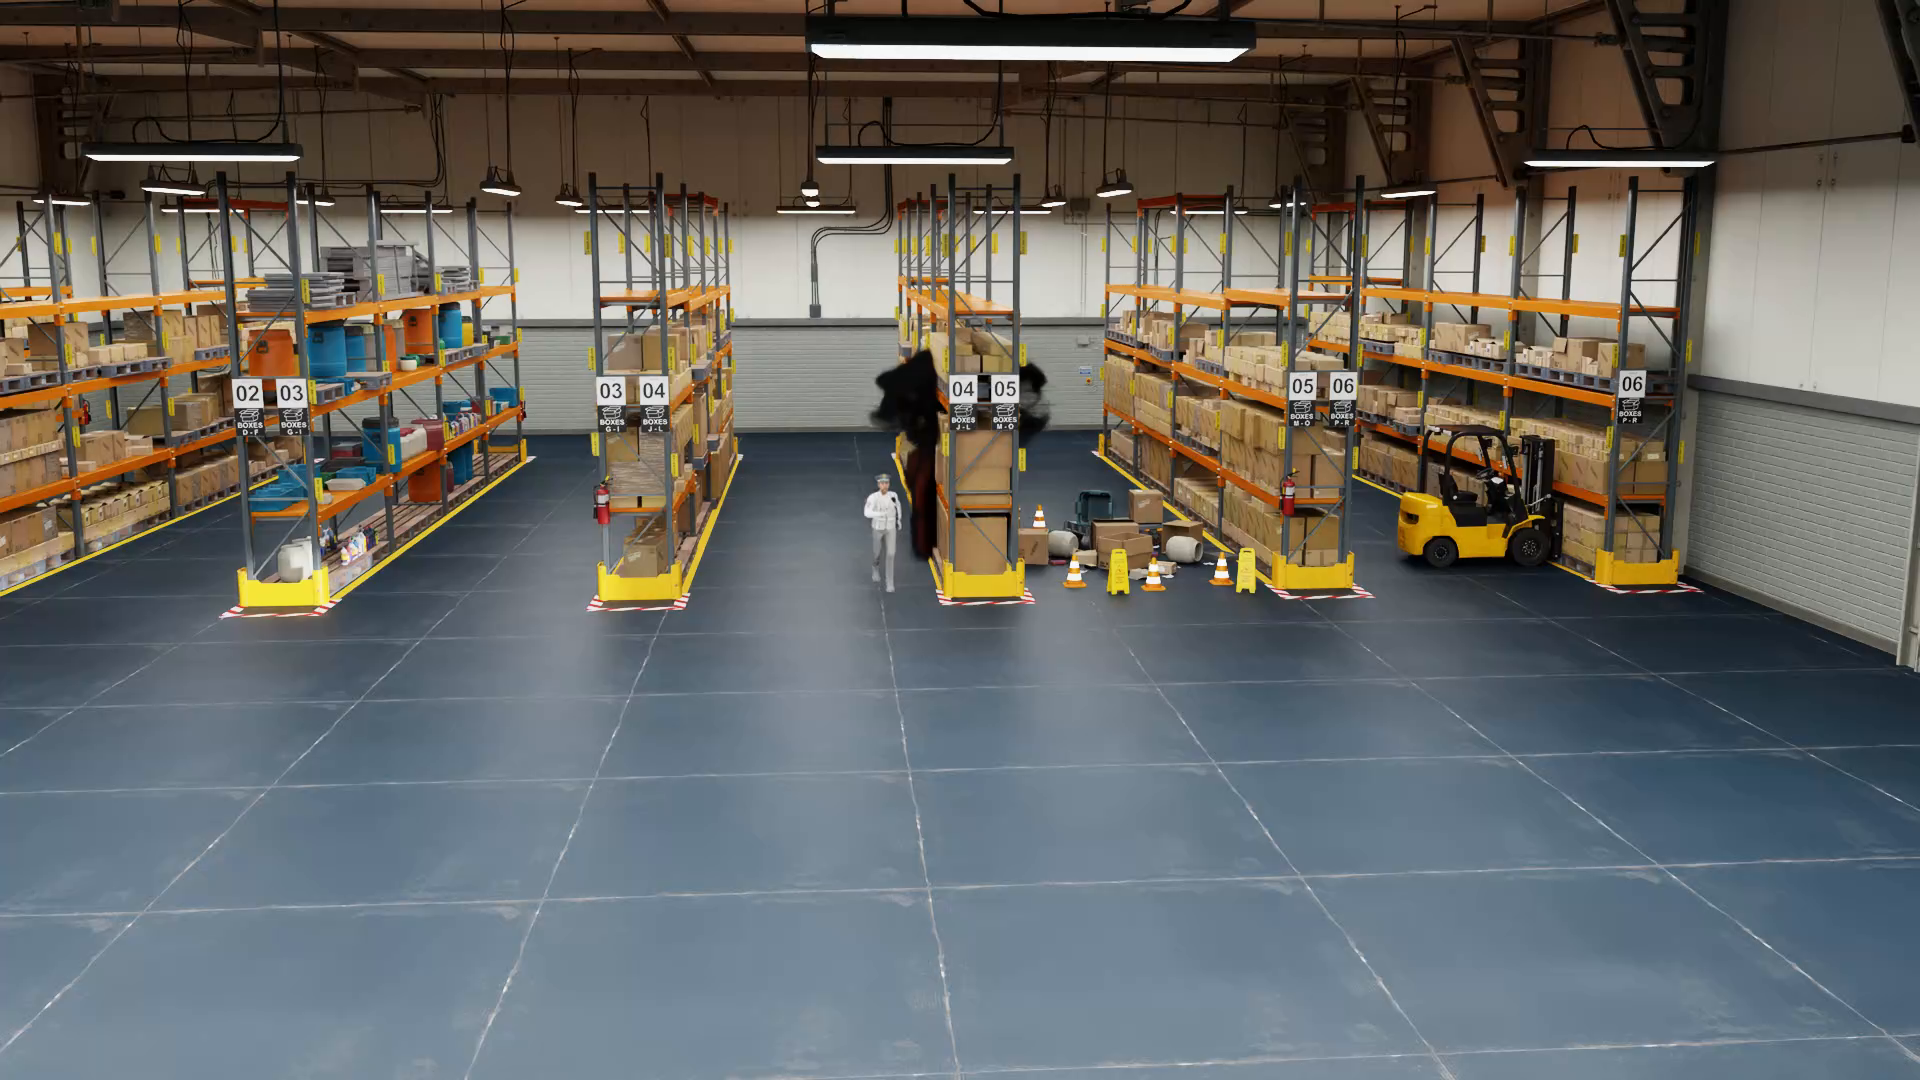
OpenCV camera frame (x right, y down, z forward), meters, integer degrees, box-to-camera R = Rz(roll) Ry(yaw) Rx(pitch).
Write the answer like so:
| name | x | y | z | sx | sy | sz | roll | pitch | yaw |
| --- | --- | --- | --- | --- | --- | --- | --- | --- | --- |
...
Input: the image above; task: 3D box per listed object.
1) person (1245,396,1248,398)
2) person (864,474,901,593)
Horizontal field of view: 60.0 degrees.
| name | x | y | z | sx | sy | sz | roll | pitch | yaw |
| --- | --- | --- | --- | --- | --- | --- | --- | --- | --- |
| person | 6.448 | -2.402 | 37.537 | 0.702 | 1.732 | 1.062 | -1 | 10 | -5 |
| person | -1.129 | -0.146 | 24.474 | 0.597 | 1.703 | 0.919 | -2 | 10 | -13 |
